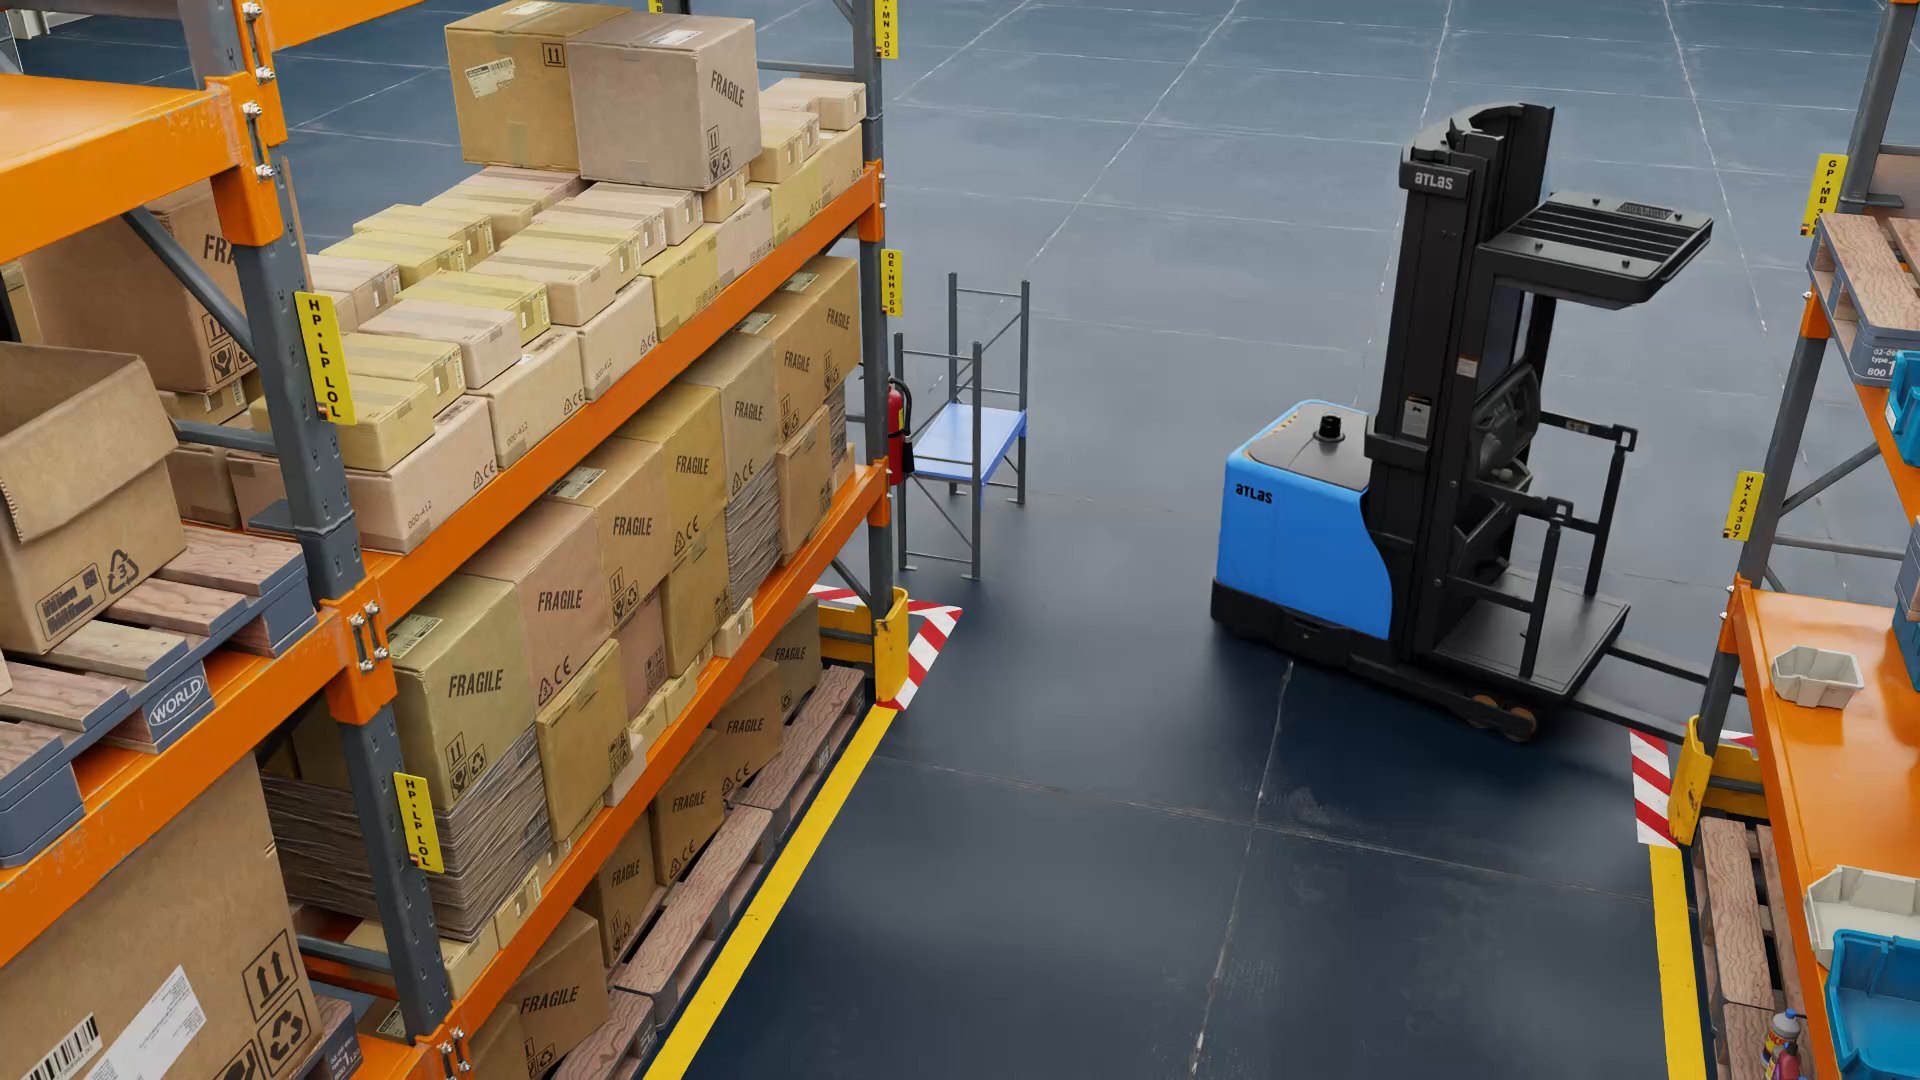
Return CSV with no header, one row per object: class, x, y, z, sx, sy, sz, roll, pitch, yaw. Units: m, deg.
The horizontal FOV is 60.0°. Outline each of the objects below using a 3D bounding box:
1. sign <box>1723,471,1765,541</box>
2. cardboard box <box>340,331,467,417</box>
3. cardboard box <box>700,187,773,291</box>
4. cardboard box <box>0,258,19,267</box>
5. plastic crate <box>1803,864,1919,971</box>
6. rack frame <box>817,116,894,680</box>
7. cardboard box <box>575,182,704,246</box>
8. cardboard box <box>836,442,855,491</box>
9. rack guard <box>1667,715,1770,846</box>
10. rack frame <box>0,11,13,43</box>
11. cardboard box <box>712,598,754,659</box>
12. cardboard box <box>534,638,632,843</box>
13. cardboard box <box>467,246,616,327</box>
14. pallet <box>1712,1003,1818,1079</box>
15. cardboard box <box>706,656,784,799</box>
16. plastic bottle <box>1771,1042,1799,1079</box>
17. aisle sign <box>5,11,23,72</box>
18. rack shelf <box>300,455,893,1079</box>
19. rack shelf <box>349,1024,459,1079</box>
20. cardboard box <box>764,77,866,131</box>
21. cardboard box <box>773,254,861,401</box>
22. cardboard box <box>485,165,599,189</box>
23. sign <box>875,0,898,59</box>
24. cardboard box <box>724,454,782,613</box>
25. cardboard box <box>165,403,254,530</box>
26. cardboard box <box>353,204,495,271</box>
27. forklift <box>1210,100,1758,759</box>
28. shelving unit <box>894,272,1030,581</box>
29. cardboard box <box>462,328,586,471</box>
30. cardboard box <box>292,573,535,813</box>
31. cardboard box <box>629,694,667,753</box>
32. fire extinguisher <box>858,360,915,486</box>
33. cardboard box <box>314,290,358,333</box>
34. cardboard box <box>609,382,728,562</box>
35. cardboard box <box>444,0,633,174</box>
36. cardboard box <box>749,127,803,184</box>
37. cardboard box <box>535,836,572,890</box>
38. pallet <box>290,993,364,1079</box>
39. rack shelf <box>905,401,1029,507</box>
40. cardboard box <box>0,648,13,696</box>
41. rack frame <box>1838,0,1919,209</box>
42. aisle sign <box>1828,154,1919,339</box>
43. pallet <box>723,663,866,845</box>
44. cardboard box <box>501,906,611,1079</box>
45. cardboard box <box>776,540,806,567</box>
sign,3.365,-0.146,7.142,0.100,0.325,0.005,8,30,15
cardboard box,-1.616,-0.452,4.636,0.380,0.149,0.250,7,30,12
cardboard box,-1.046,-1.167,6.330,0.500,0.250,0.500,9,30,16
cardboard box,-5.703,-1.776,9.092,0.875,0.550,0.550,8,30,15
plastic crate,2.950,1.239,5.208,0.530,0.136,0.437,8,30,15
rack frame,-0.845,-0.651,8.335,1.000,3.000,0.127,8,30,15
cardboard box,-1.142,-1.173,5.931,0.380,0.149,0.250,7,30,12
cardboard box,-0.731,-0.379,8.105,0.380,0.149,0.250,8,30,15
rack guard,3.912,1.190,7.596,1.175,0.500,0.348,8,30,15
rack frame,-5.557,-4.027,8.233,1.000,3.000,0.127,8,30,15
cardboard box,-1.071,0.333,6.825,0.380,0.149,0.250,8,30,15
cardboard box,-1.647,0.607,5.665,0.875,0.500,0.500,8,30,15
cardboard box,-1.324,-0.807,5.273,0.380,0.149,0.250,8,30,14
pallet,3.309,2.258,5.974,1.003,0.211,1.213,8,30,15
cardboard box,-1.187,0.828,7.815,0.500,0.500,0.500,17,33,28
plastic bottle,2.976,1.951,5.999,0.061,0.283,0.133,9,30,16
aisle sign,-5.249,-2.532,9.042,0.394,0.787,0.004,8,30,15
rack shelf,-1.432,0.593,6.839,1.077,0.370,4.000,8,30,15
rack shelf,-2.606,2.452,3.497,1.077,0.370,4.000,8,30,15
cardboard box,-0.628,-1.897,7.233,0.380,0.149,0.250,8,30,15
cardboard box,-0.770,-0.971,7.472,0.500,0.500,0.500,8,30,15
cardboard box,-1.561,-1.376,6.297,0.380,0.149,0.250,7,30,13
sign,-0.320,-2.260,7.231,0.100,0.325,0.005,8,30,15
cardboard box,-1.253,-0.097,6.931,0.875,0.500,0.500,8,30,15
cardboard box,-2.135,-0.287,4.748,0.500,0.250,0.500,10,31,17
cardboard box,-1.818,-1.017,5.652,0.380,0.149,0.250,10,31,17
forklift,2.895,-0.555,8.233,3.031,2.935,1.130,20,35,31
shelving unit,0.025,-0.695,9.957,0.538,1.500,1.048,8,30,15
cardboard box,-1.492,-0.457,5.054,0.500,0.250,0.500,8,30,14
cardboard box,-1.644,0.424,4.964,0.500,0.500,0.500,8,30,15
cardboard box,-1.325,0.676,6.207,0.380,0.149,0.250,8,30,15
fire extinguisher,-0.371,-0.605,8.331,0.296,0.674,0.183,8,30,15
cardboard box,-2.043,-0.644,4.981,0.380,0.149,0.250,7,30,12
cardboard box,-1.215,-0.274,6.220,0.500,0.500,0.500,8,30,15
cardboard box,-1.539,-1.703,6.217,0.500,0.500,0.500,8,30,15
cardboard box,-0.843,-1.530,6.573,0.380,0.149,0.250,9,30,15
cardboard box,-1.536,1.026,5.578,0.380,0.149,0.250,8,30,15
pallet,-2.382,1.626,4.439,1.003,0.211,1.213,8,30,15
rack shelf,0.025,-0.538,10.044,0.538,0.185,1.000,8,30,15
cardboard box,-2.199,0.223,3.384,0.396,0.266,0.258,10,30,17
rack frame,3.890,-2.566,5.606,1.000,3.000,0.127,8,30,15
aisle sign,3.631,-1.156,6.568,0.394,0.787,0.004,8,30,15
pallet,-1.140,0.975,8.280,1.003,0.211,1.213,8,30,15
cardboard box,-1.703,1.669,6.303,0.500,0.500,0.500,19,34,30
cardboard box,-0.918,-0.026,7.469,0.380,0.149,0.250,8,30,15
